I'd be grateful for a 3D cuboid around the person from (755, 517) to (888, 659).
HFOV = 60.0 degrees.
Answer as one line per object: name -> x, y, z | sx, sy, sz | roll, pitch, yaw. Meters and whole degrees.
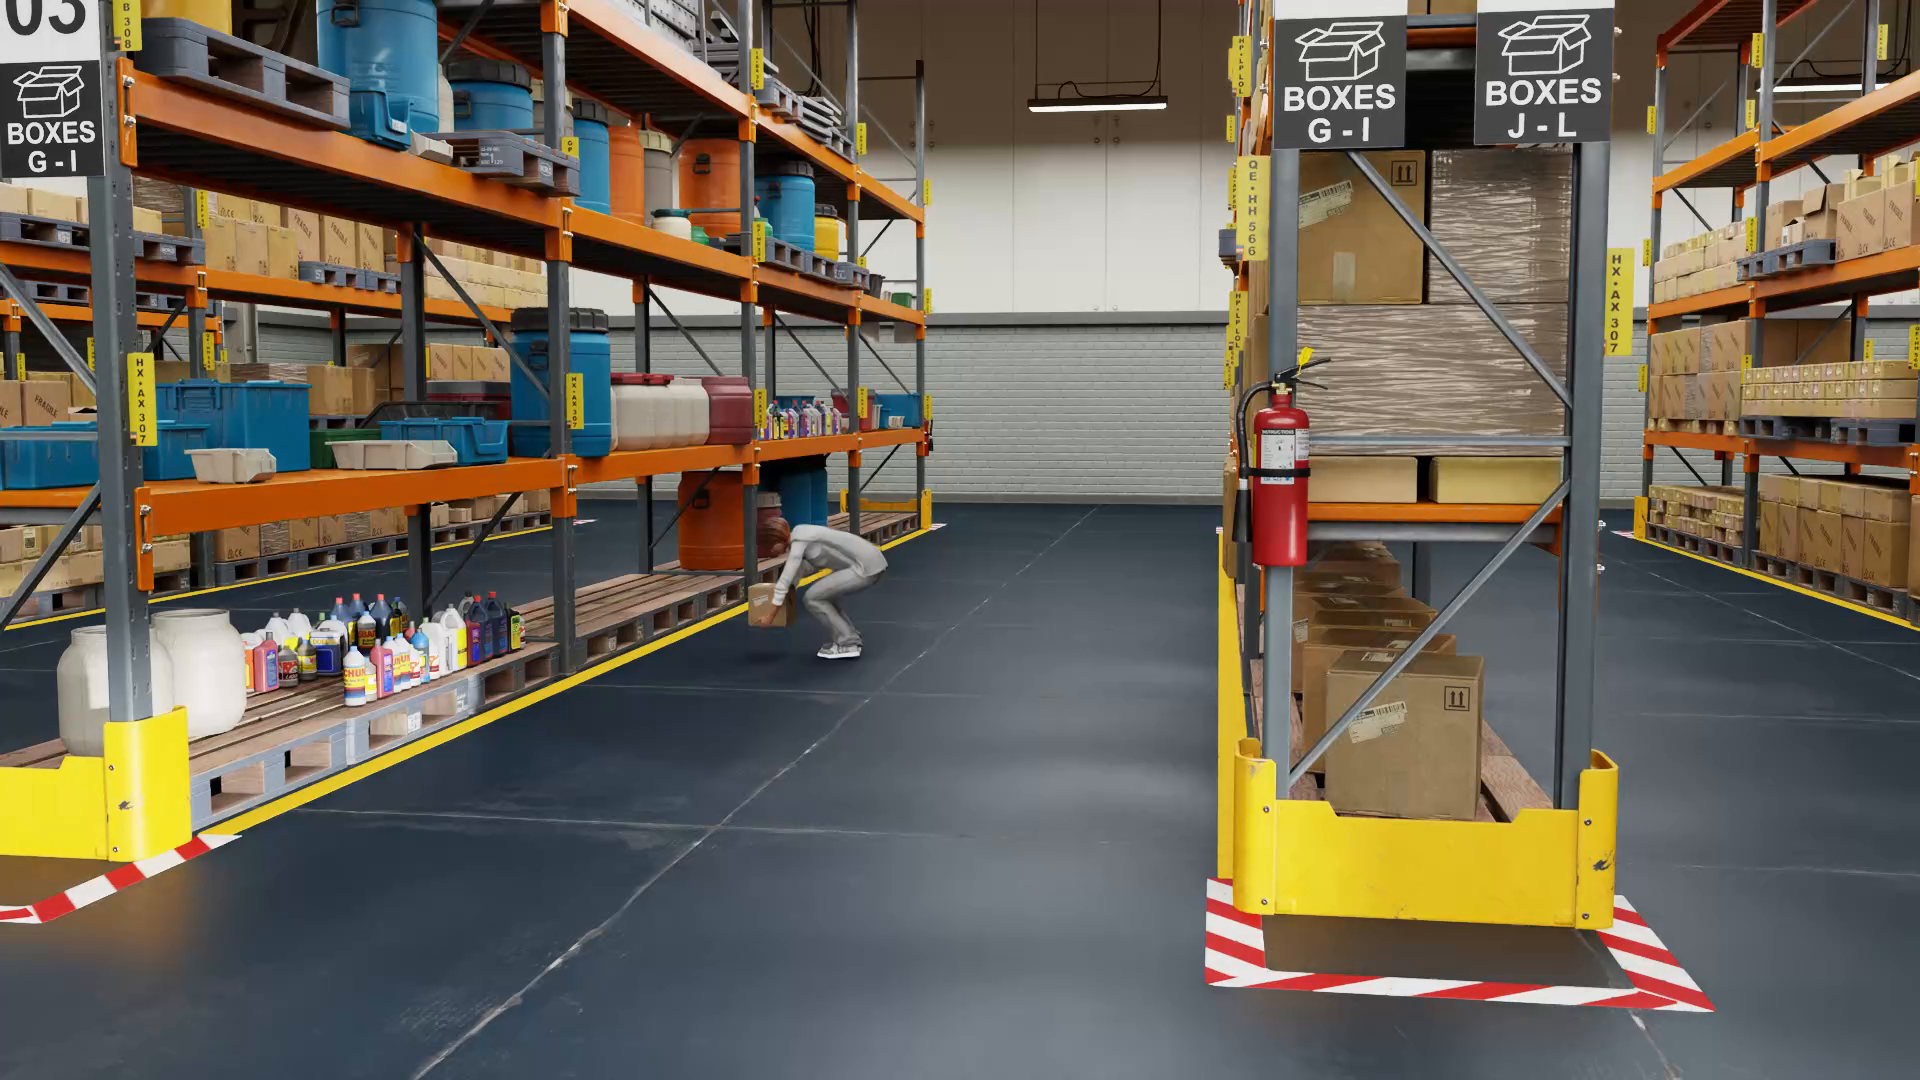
person -> -0.885, 0.307, 10.713 | 0.845, 0.893, 0.425 | 1, 5, 7
